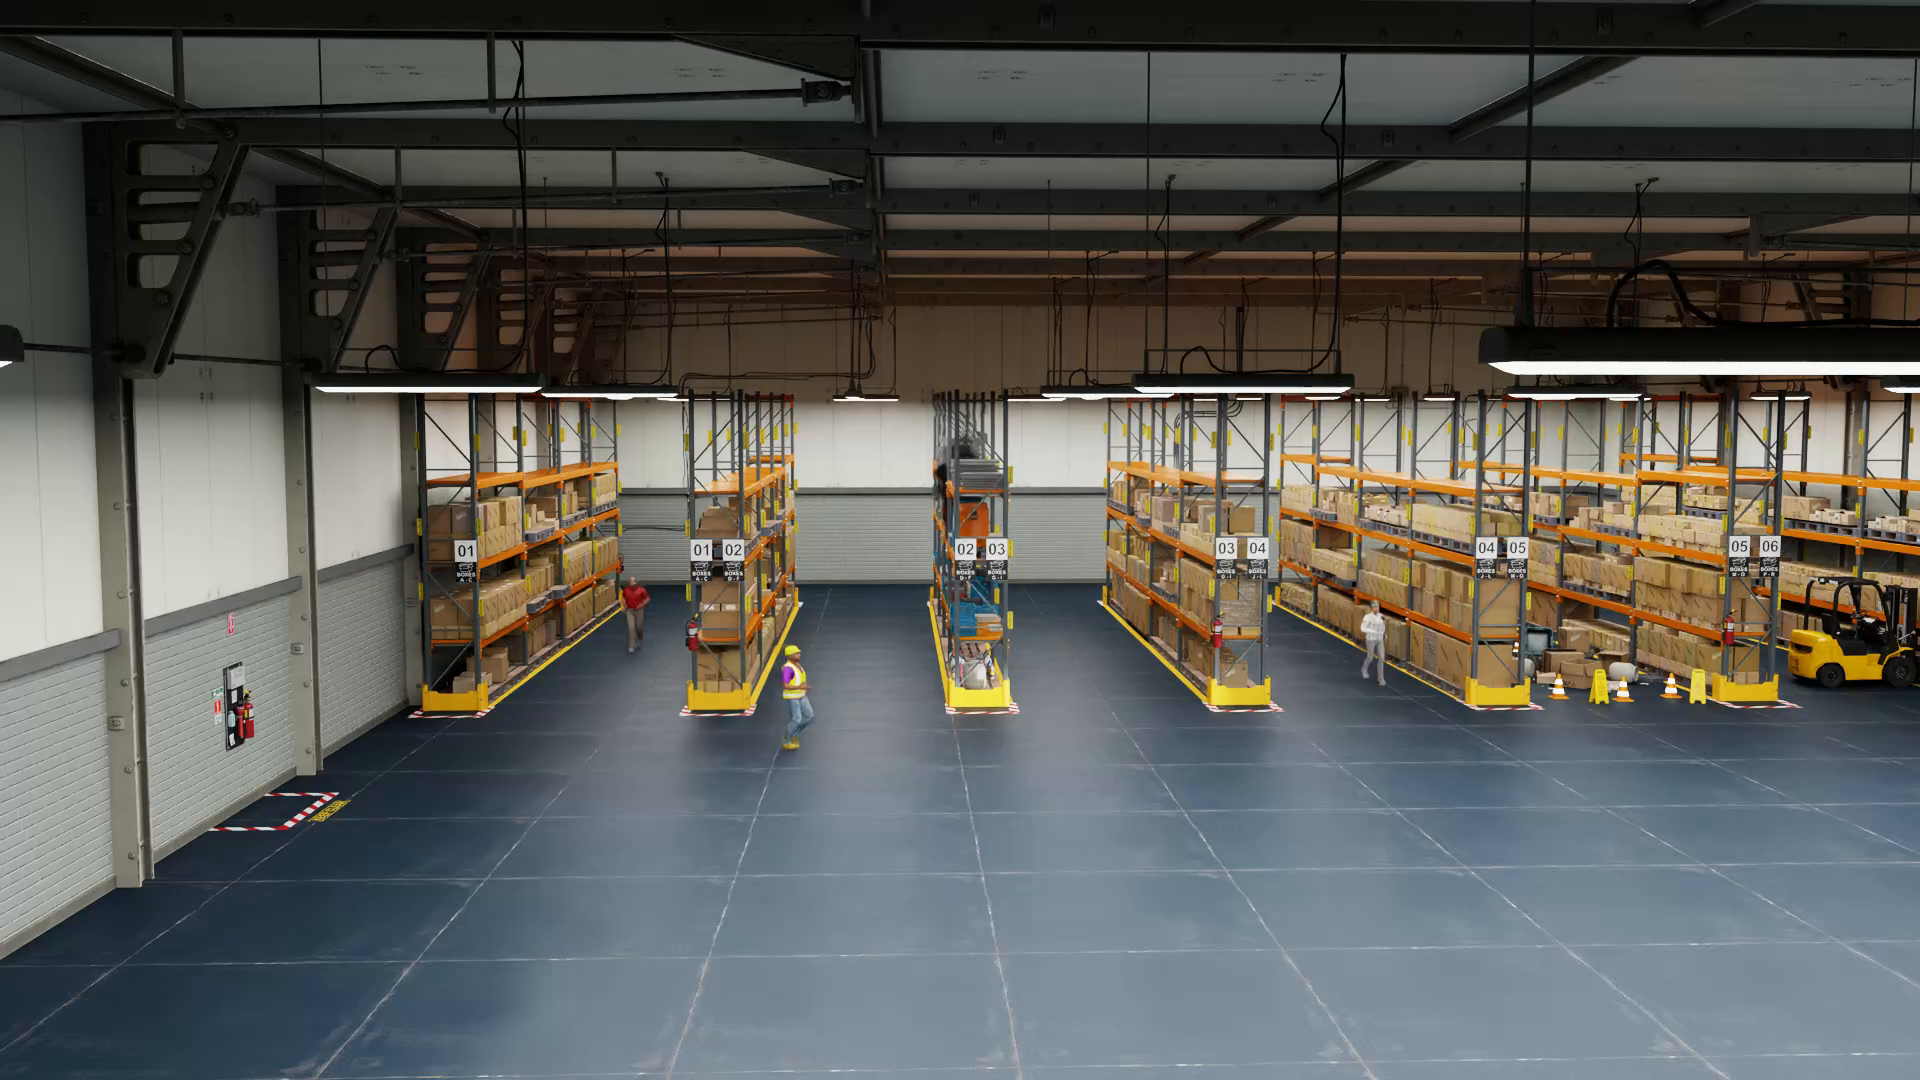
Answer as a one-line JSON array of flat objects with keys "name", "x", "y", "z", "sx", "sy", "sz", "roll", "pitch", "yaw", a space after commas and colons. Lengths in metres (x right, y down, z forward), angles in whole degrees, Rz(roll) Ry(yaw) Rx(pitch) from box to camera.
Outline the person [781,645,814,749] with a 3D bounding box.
[{"name": "person", "x": -2.678, "y": 2.604, "z": 27.514, "sx": 0.617, "sy": 1.733, "sz": 0.682, "roll": 2, "pitch": 5, "yaw": 20}]

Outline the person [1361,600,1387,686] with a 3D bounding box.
[{"name": "person", "x": 8.526, "y": 2.087, "z": 34.213, "sx": 0.620, "sy": 1.728, "sz": 0.885, "roll": -1, "pitch": 5, "yaw": -9}]

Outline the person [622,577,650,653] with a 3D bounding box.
[{"name": "person", "x": -7.514, "y": 1.700, "z": 38.515, "sx": 0.653, "sy": 1.725, "sz": 0.912, "roll": 0, "pitch": 5, "yaw": -3}]

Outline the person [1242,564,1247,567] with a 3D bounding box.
[{"name": "person", "x": 7.911, "y": 1.047, "z": 47.212, "sx": 0.621, "sy": 1.628, "sz": 0.913, "roll": 0, "pitch": 5, "yaw": 2}]
